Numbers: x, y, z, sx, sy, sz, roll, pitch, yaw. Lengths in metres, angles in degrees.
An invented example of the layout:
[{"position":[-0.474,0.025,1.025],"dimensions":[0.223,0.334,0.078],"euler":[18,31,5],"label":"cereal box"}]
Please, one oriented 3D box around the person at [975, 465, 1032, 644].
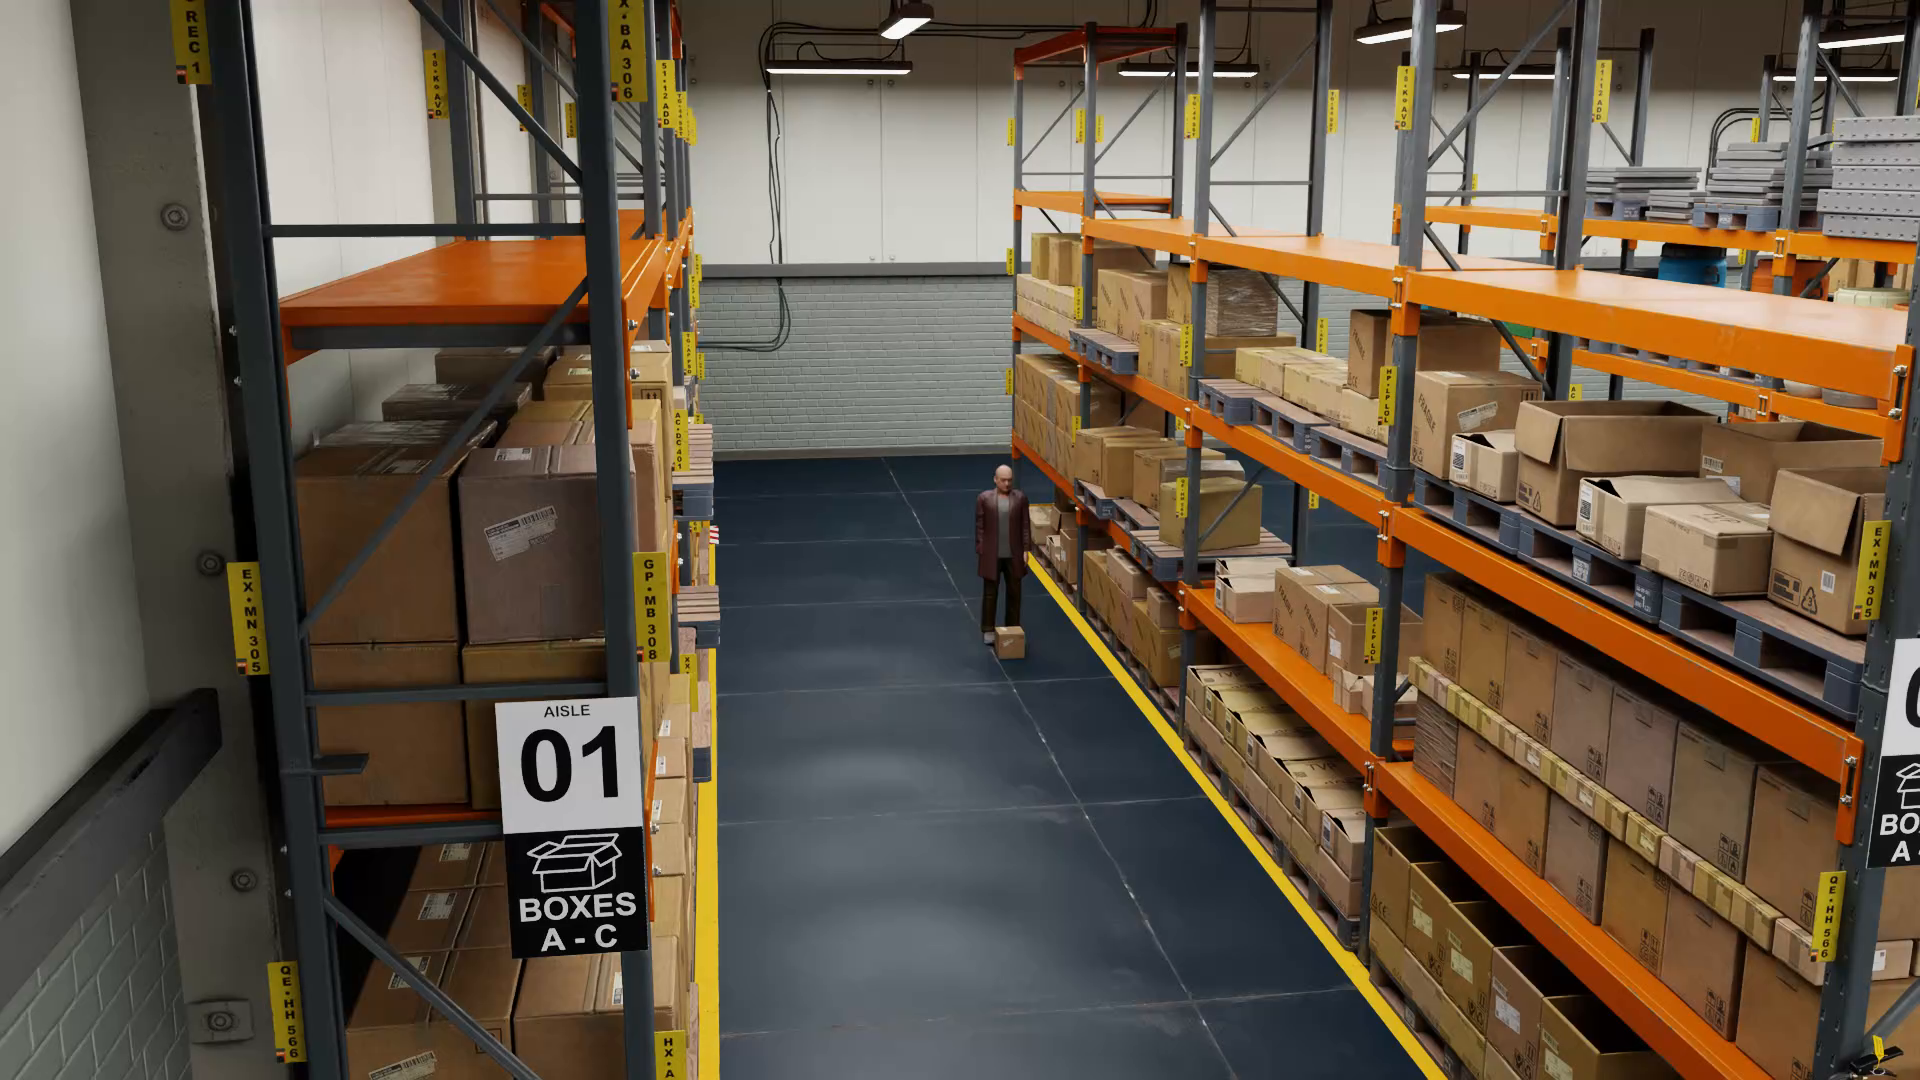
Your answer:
[{"position":[0.434,0.142,16.419],"dimensions":[0.563,1.779,0.383],"euler":[-2,13,-7],"label":"person"}]
